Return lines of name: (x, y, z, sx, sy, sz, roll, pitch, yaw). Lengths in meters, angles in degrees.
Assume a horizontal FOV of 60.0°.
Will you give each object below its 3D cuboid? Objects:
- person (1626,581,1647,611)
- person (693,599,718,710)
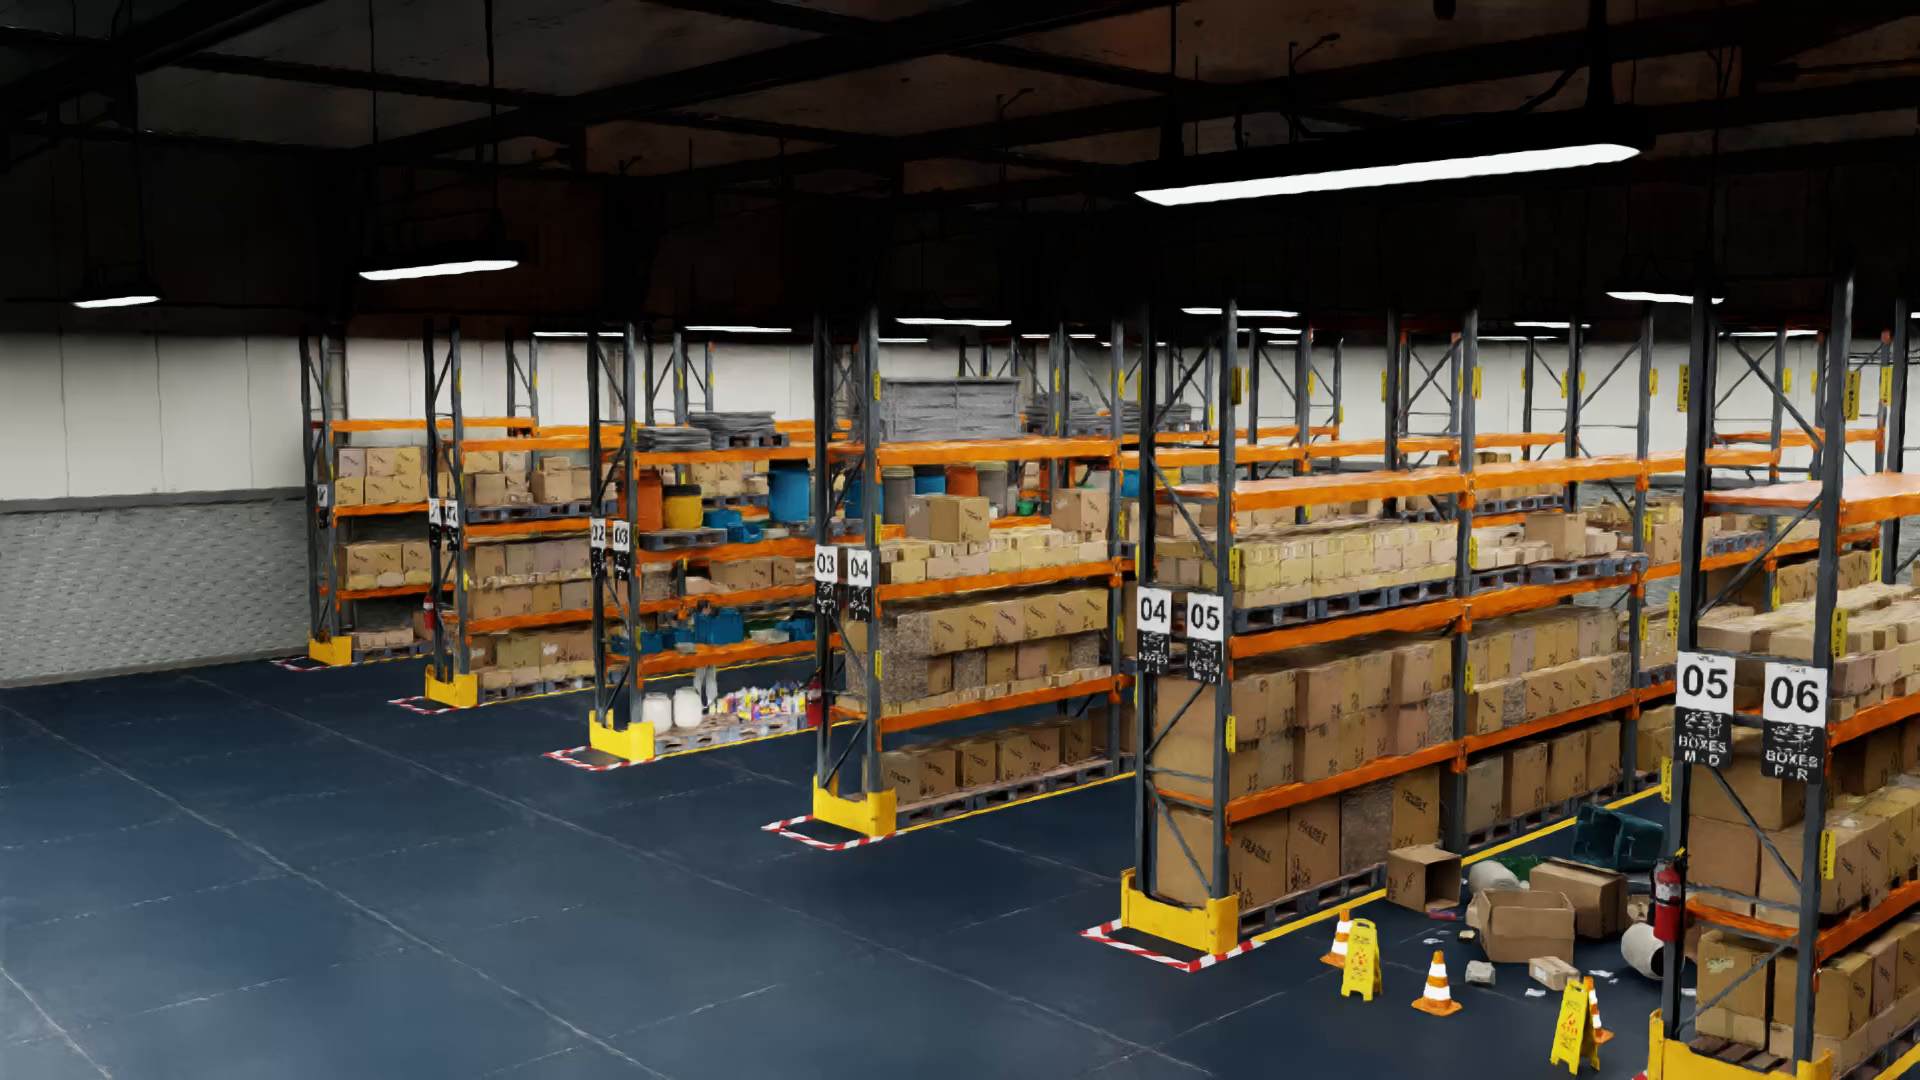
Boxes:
person: (13.317, 1.070, 32.525, 0.548, 1.643, 0.509, -1, 6, -6)
person: (-3.884, 1.742, 25.534, 0.432, 1.677, 0.496, 2, 6, 16)
